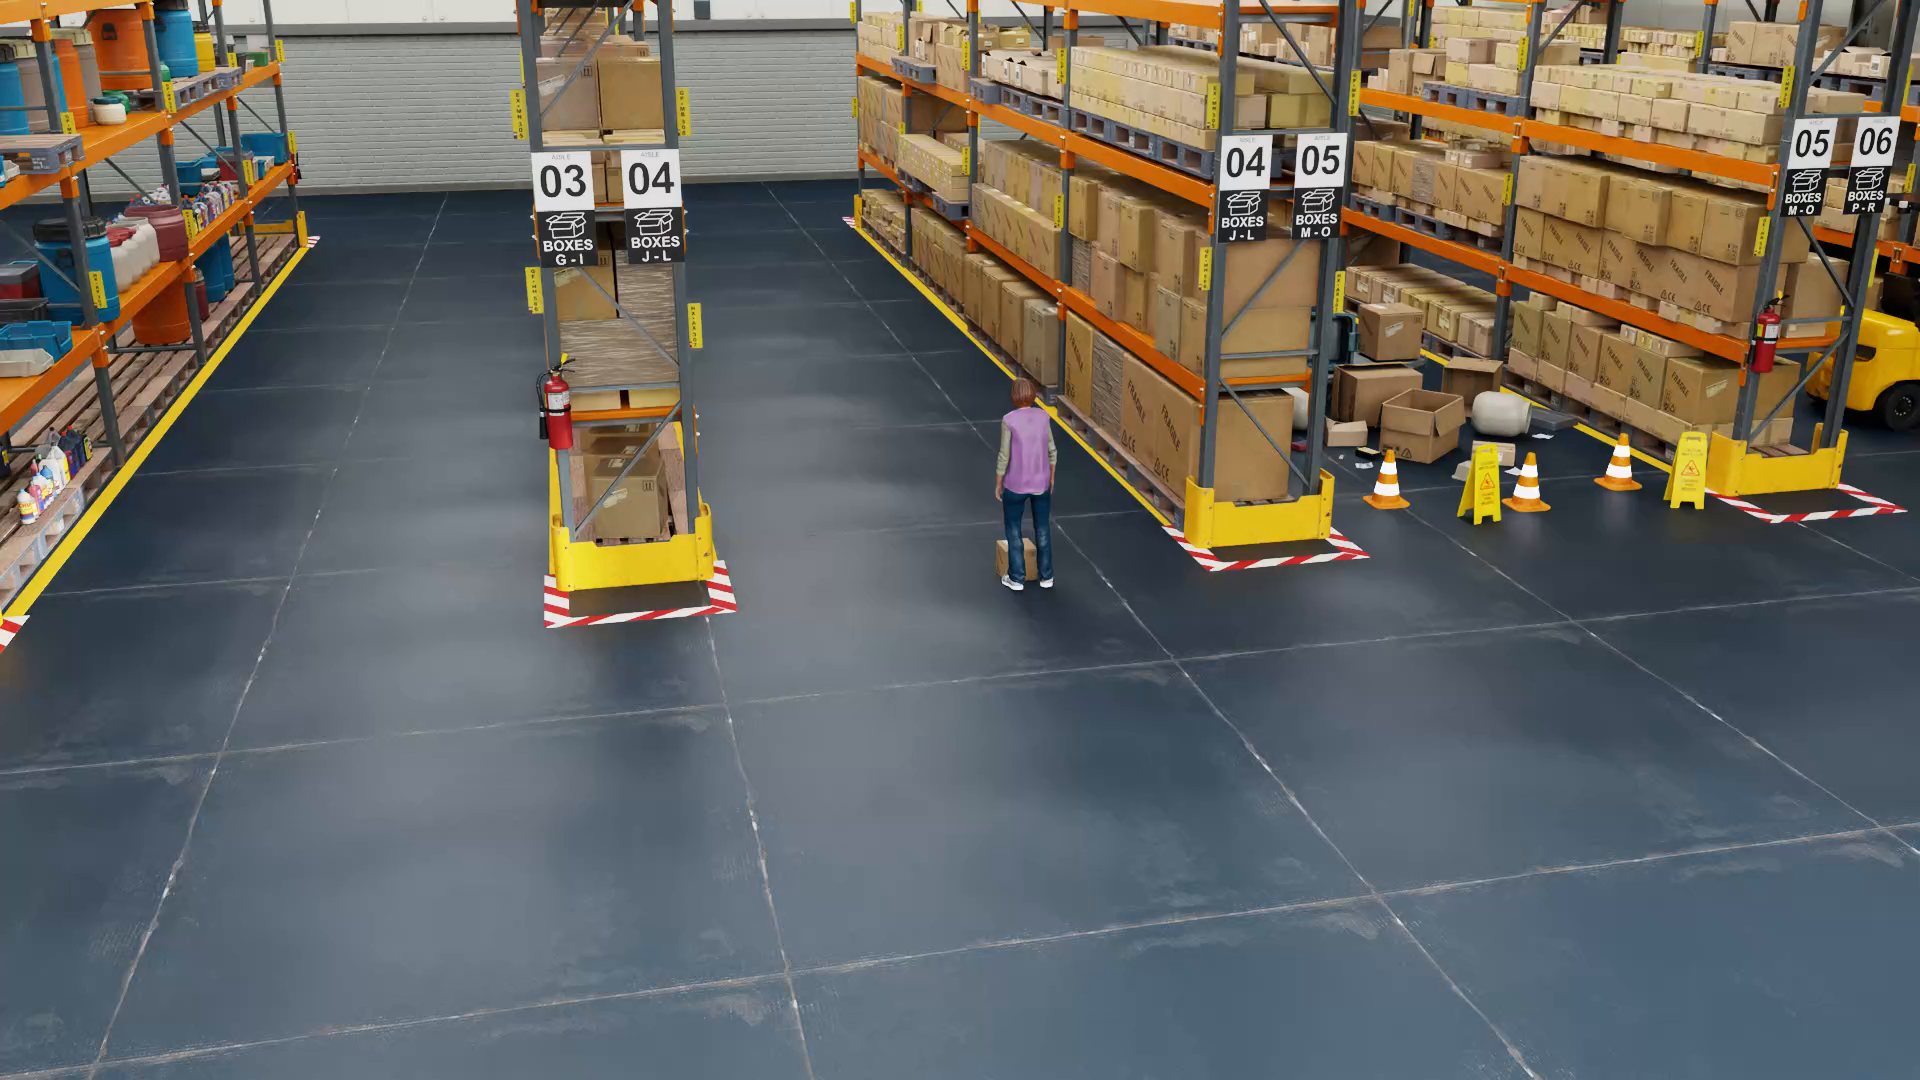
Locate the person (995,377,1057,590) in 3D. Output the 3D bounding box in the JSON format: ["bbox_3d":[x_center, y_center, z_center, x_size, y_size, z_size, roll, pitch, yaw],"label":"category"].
[{"bbox_3d":[0.490,-0.401,12.195,0.485,1.593,0.344,-6,21,-16],"label":"person"}]
